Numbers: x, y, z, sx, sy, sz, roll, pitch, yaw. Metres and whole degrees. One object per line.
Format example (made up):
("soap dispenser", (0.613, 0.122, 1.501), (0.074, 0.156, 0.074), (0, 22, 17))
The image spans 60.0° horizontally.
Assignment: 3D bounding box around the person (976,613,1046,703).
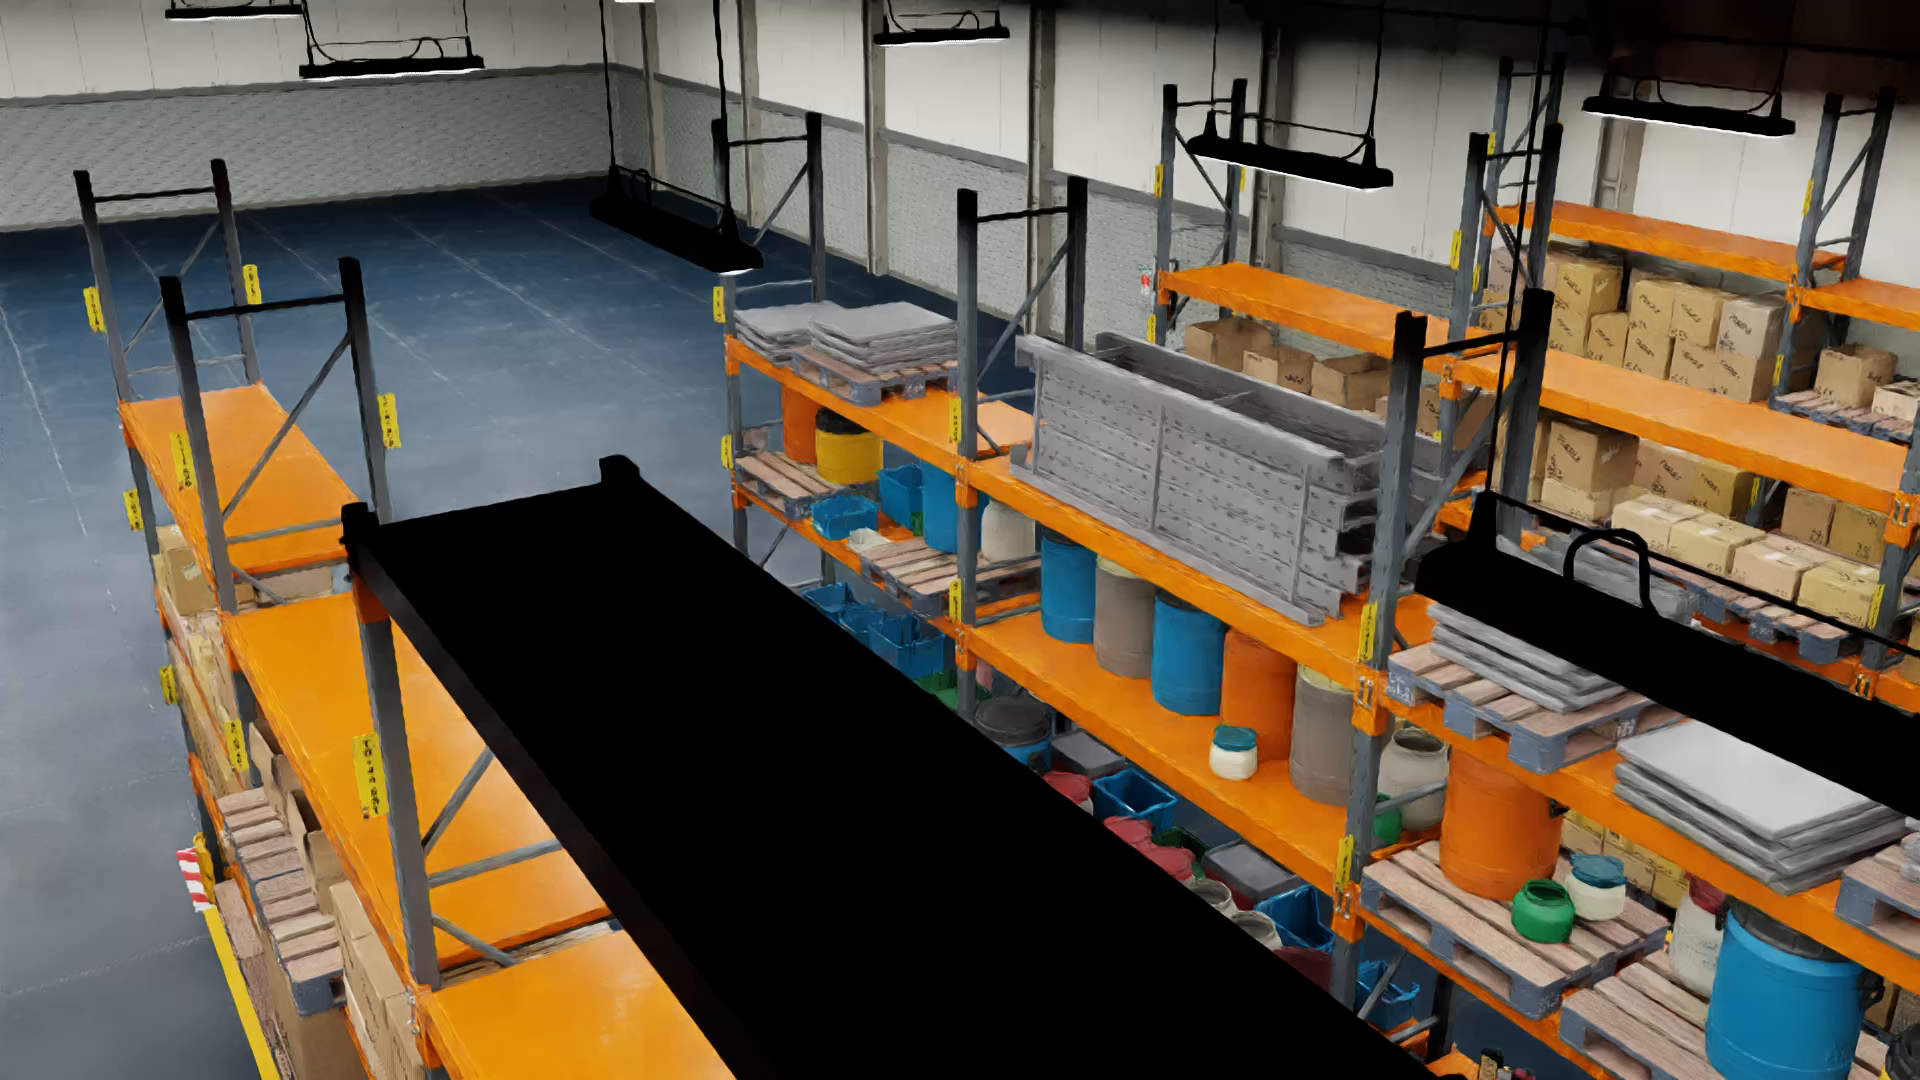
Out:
("person", (0.508, 0.888, 17.008), (0.790, 1.604, 0.620), (16, 27, 34))
